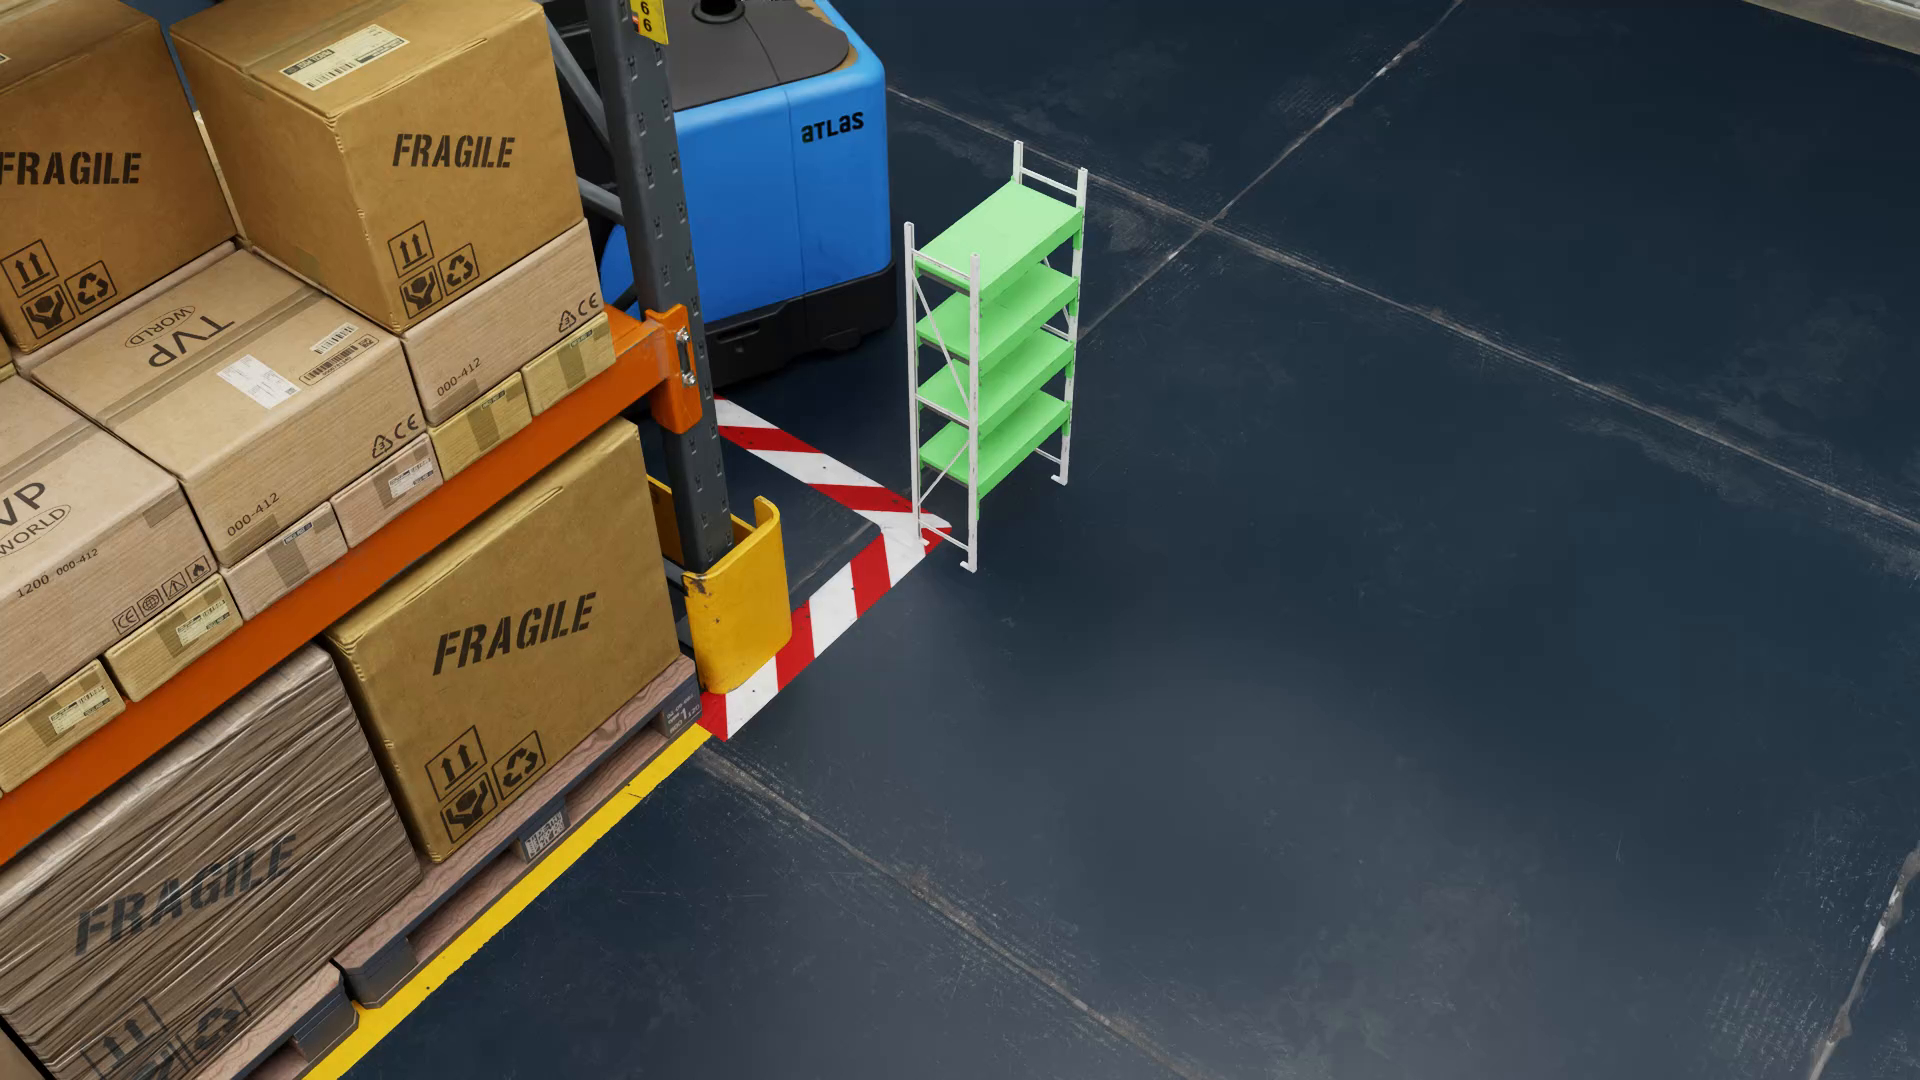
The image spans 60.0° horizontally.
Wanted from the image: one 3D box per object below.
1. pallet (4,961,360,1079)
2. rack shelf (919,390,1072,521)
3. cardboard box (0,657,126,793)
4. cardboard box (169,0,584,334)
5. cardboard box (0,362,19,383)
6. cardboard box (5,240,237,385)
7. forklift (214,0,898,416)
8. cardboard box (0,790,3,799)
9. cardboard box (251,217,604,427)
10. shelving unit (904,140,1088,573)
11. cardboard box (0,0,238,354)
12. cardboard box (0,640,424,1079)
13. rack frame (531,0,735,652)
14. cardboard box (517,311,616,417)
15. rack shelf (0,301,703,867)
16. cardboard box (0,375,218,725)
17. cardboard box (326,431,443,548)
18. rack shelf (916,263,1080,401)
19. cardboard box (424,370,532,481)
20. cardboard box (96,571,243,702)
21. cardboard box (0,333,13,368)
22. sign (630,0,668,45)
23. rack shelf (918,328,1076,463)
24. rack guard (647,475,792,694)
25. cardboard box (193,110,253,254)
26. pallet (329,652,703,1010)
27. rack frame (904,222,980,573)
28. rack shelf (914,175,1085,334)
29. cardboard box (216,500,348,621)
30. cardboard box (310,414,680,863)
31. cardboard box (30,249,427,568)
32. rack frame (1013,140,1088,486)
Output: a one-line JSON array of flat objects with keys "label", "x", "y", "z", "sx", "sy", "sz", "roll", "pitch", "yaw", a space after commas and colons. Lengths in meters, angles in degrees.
[{"label": "pallet", "x": -2.231, "y": 1.238, "z": 3.921, "sx": 1.003, "sy": 0.211, "sz": 1.213, "roll": 29, "pitch": 53, "yaw": 25}, {"label": "rack shelf", "x": 0.101, "y": -0.299, "z": 5.126, "sx": 0.258, "sy": 0.148, "sz": 0.480, "roll": 29, "pitch": 53, "yaw": 25}, {"label": "cardboard box", "x": -1.797, "y": 0.258, "z": 3.103, "sx": 0.380, "sy": 0.149, "sz": 0.250, "roll": 29, "pitch": 53, "yaw": 25}, {"label": "cardboard box", "x": -1.148, "y": -0.827, "z": 3.345, "sx": 0.500, "sy": 0.500, "sz": 0.500, "roll": 30, "pitch": 53, "yaw": 25}, {"label": "cardboard box", "x": -2.188, "y": -0.221, "z": 3.285, "sx": 0.500, "sy": 0.250, "sz": 0.500, "roll": 28, "pitch": 52, "yaw": 24}, {"label": "cardboard box", "x": -1.878, "y": -0.507, "z": 3.558, "sx": 0.500, "sy": 0.250, "sz": 0.500, "roll": 29, "pitch": 53, "yaw": 25}, {"label": "forklift", "x": -1.776, "y": -1.592, "z": 4.744, "sx": 3.031, "sy": 2.935, "sz": 1.130, "roll": -20, "pitch": 49, "yaw": -18}, {"label": "cardboard box", "x": -1.950, "y": 0.399, "z": 2.968, "sx": 0.380, "sy": 0.149, "sz": 0.250, "roll": 30, "pitch": 53, "yaw": 26}, {"label": "cardboard box", "x": -1.145, "y": -0.568, "z": 3.617, "sx": 0.500, "sy": 0.250, "sz": 0.500, "roll": 28, "pitch": 53, "yaw": 24}, {"label": "shelving unit", "x": 0.101, "y": -0.509, "z": 4.907, "sx": 0.258, "sy": 1.200, "sz": 0.503, "roll": 29, "pitch": 53, "yaw": 25}, {"label": "cardboard box", "x": -1.871, "y": -0.781, "z": 3.301, "sx": 0.500, "sy": 0.500, "sz": 0.500, "roll": 28, "pitch": 52, "yaw": 24}, {"label": "cardboard box", "x": -1.943, "y": 0.599, "z": 3.782, "sx": 0.875, "sy": 0.875, "sz": 0.875, "roll": 29, "pitch": 53, "yaw": 25}, {"label": "rack frame", "x": -1.058, "y": -0.912, "z": 4.047, "sx": 1.000, "sy": 3.000, "sz": 0.127, "roll": 29, "pitch": 53, "yaw": 25}, {"label": "cardboard box", "x": -1.015, "y": -0.476, "z": 3.804, "sx": 0.380, "sy": 0.149, "sz": 0.250, "roll": 30, "pitch": 53, "yaw": 26}, {"label": "rack shelf", "x": -2.281, "y": 0.481, "z": 3.214, "sx": 1.077, "sy": 0.370, "sz": 4.000, "roll": 29, "pitch": 53, "yaw": 25}, {"label": "cardboard box", "x": -1.766, "y": 0.013, "z": 3.061, "sx": 0.500, "sy": 0.250, "sz": 0.500, "roll": 27, "pitch": 52, "yaw": 24}, {"label": "cardboard box", "x": -1.328, "y": -0.183, "z": 3.524, "sx": 0.380, "sy": 0.149, "sz": 0.250, "roll": 29, "pitch": 53, "yaw": 25}, {"label": "rack shelf", "x": 0.101, "y": -0.631, "z": 4.779, "sx": 0.258, "sy": 0.148, "sz": 0.480, "roll": 29, "pitch": 53, "yaw": 25}, {"label": "cardboard box", "x": -1.173, "y": -0.326, "z": 3.661, "sx": 0.380, "sy": 0.149, "sz": 0.250, "roll": 30, "pitch": 53, "yaw": 25}, {"label": "cardboard box", "x": -1.639, "y": 0.109, "z": 3.245, "sx": 0.380, "sy": 0.149, "sz": 0.250, "roll": 28, "pitch": 52, "yaw": 24}, {"label": "cardboard box", "x": -2.183, "y": -0.481, "z": 3.015, "sx": 0.500, "sy": 0.500, "sz": 0.500, "roll": 28, "pitch": 52, "yaw": 24}, {"label": "sign", "x": -0.637, "y": -1.146, "z": 3.306, "sx": 0.100, "sy": 0.325, "sz": 0.005, "roll": 29, "pitch": 53, "yaw": 25}, {"label": "rack shelf", "x": 0.101, "y": -0.465, "z": 4.953, "sx": 0.258, "sy": 0.148, "sz": 0.480, "roll": 29, "pitch": 53, "yaw": 25}, {"label": "rack guard", "x": -1.044, "y": -0.062, "z": 4.964, "sx": 1.175, "sy": 0.500, "sz": 0.348, "roll": 29, "pitch": 53, "yaw": 25}, {"label": "cardboard box", "x": -1.565, "y": -0.808, "z": 3.845, "sx": 0.500, "sy": 0.250, "sz": 0.500, "roll": 28, "pitch": 52, "yaw": 24}, {"label": "pallet", "x": -1.485, "y": 0.543, "z": 4.585, "sx": 1.003, "sy": 0.211, "sz": 1.213, "roll": 29, "pitch": 53, "yaw": 25}, {"label": "rack frame", "x": -0.048, "y": -0.370, "z": 4.773, "sx": 0.240, "sy": 1.200, "sz": 0.015, "roll": 29, "pitch": 53, "yaw": 25}, {"label": "rack shelf", "x": 0.101, "y": -0.797, "z": 4.606, "sx": 0.258, "sy": 0.148, "sz": 0.480, "roll": 29, "pitch": 53, "yaw": 25}, {"label": "cardboard box", "x": -1.481, "y": -0.040, "z": 3.388, "sx": 0.380, "sy": 0.149, "sz": 0.250, "roll": 30, "pitch": 53, "yaw": 26}, {"label": "cardboard box", "x": -1.386, "y": 0.078, "z": 4.280, "sx": 0.875, "sy": 0.875, "sz": 0.875, "roll": 29, "pitch": 53, "yaw": 25}, {"label": "cardboard box", "x": -1.455, "y": -0.278, "z": 3.340, "sx": 0.500, "sy": 0.250, "sz": 0.500, "roll": 28, "pitch": 53, "yaw": 24}, {"label": "rack frame", "x": 0.250, "y": -0.649, "z": 5.040, "sx": 0.240, "sy": 1.200, "sz": 0.015, "roll": 29, "pitch": 53, "yaw": 25}]
